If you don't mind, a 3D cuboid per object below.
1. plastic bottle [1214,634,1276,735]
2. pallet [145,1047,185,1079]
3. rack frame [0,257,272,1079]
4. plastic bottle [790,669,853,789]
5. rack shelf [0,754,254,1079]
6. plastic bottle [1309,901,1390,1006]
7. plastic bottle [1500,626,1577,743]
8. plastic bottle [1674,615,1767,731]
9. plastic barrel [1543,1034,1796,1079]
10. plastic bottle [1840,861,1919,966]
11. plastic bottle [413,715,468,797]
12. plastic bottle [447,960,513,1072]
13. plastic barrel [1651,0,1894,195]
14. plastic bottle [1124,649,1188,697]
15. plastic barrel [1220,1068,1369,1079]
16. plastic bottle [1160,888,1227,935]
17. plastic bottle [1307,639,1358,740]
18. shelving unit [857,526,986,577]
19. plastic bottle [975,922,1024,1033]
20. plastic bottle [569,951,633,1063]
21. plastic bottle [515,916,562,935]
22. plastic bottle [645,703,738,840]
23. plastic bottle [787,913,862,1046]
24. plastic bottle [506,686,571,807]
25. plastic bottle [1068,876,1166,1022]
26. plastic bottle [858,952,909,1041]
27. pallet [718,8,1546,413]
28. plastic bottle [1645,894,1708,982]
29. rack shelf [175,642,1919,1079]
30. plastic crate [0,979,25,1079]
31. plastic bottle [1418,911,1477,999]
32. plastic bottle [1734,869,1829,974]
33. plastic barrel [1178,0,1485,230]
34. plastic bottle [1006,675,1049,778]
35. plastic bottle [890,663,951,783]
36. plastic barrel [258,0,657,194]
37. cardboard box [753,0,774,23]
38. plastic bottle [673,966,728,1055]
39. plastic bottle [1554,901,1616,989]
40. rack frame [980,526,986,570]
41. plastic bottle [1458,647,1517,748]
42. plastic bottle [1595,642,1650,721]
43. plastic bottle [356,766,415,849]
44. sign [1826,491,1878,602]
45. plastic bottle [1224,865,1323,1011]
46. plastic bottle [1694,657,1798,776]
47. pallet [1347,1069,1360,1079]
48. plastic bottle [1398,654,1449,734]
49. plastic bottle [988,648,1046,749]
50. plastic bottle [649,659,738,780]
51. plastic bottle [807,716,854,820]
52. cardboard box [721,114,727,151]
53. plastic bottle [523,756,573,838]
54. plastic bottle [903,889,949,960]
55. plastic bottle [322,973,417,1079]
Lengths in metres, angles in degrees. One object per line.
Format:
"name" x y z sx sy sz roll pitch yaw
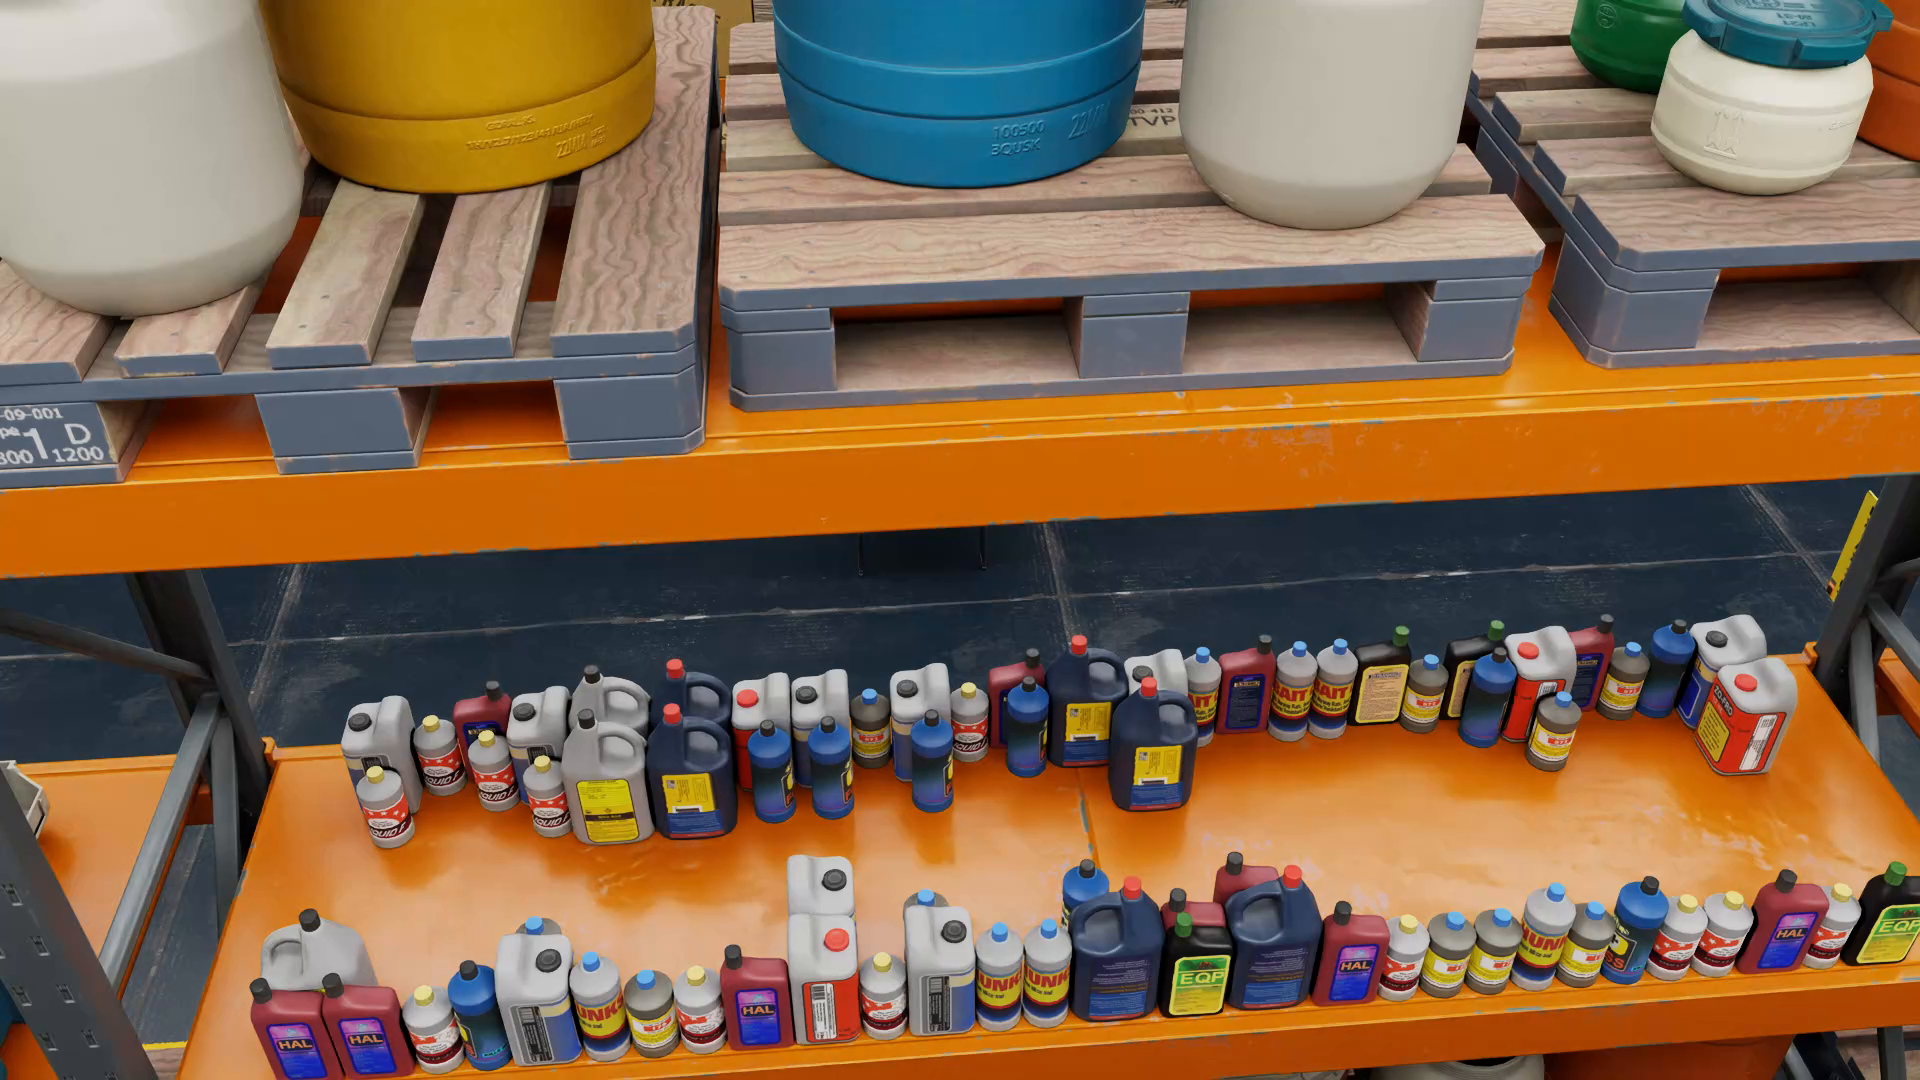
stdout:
"plastic bottle" 0.681 0.344 3.986 0.133 0.283 0.061 -3 38 -4
"pallet" -2.417 1.817 4.276 1.213 0.211 1.003 -3 38 -4
"rack frame" -1.688 0.658 3.494 0.127 3.000 1.000 -3 38 -4
"plastic bottle" -0.324 0.431 3.882 0.135 0.276 0.152 -3 38 -4
"rack shelf" -3.680 1.050 3.578 4.000 0.370 1.077 -3 38 -4
"plastic bottle" 0.792 0.833 3.367 0.133 0.283 0.061 -3 38 -4
"plastic bottle" 1.375 0.337 4.001 0.135 0.276 0.152 -3 38 -4
"plastic bottle" 1.836 0.312 4.033 0.135 0.276 0.152 -3 38 -4
"plastic barrel" 1.810 1.163 4.267 0.708 0.830 0.600 -3 38 -4
"plastic bottle" 1.931 0.770 3.447 0.133 0.283 0.061 -3 38 -4
"plastic bottle" -1.211 0.492 3.865 0.097 0.201 0.097 0 38 0
"plastic bottle" -0.942 0.922 3.264 0.097 0.271 0.097 0 38 0
"plastic barrel" 1.241 -0.700 2.567 0.301 0.262 0.301 0 38 0
"plastic bottle" 0.455 0.388 3.937 0.135 0.276 0.152 -3 38 -4
"plastic barrel" 0.685 1.320 4.263 0.708 0.588 0.600 -3 38 -4
"plastic bottle" 0.470 0.813 3.393 0.133 0.283 0.061 -3 38 -4
"plastic bottle" 0.895 0.349 3.991 0.097 0.271 0.097 0 38 0
"shelving unit" -0.165 -0.815 6.088 0.503 2.100 0.431 -3 38 -4
"plastic bottle" 0.078 0.866 3.335 0.097 0.271 0.097 0 38 0
"plastic bottle" -0.711 0.909 3.280 0.097 0.271 0.097 0 38 0
"plastic bottle" -0.859 0.850 3.412 0.097 0.201 0.097 0 38 0
"plastic bottle" -0.605 0.504 3.729 0.185 0.351 0.144 -3 38 -4
"plastic bottle" -0.271 0.866 3.331 0.135 0.276 0.152 -3 38 -4
"plastic bottle" -0.960 0.466 3.838 0.135 0.276 0.152 -3 38 -4
"plastic bottle" 0.313 0.807 3.346 0.185 0.351 0.144 -3 38 -4
"plastic bottle" -0.153 0.906 3.341 0.097 0.201 0.097 0 38 0
"pallet" 0.213 -0.612 2.836 1.213 0.211 1.003 -3 38 -4
"plastic bottle" 1.487 0.815 3.455 0.097 0.201 0.097 0 38 0
"rack shelf" 0.304 0.831 3.856 4.000 0.370 1.077 -3 38 -4
"plastic crate" -2.123 0.877 3.181 0.575 0.384 0.392 -3 38 -4
"plastic bottle" 1.003 0.842 3.422 0.097 0.201 0.097 0 38 0
"plastic bottle" 1.701 0.783 3.431 0.133 0.283 0.061 -3 38 -4
"plastic barrel" 0.543 -0.767 2.430 0.433 0.535 0.433 0 38 0
"plastic bottle" 0.158 0.427 3.891 0.097 0.271 0.097 0 38 0
"plastic bottle" -0.093 0.418 3.899 0.135 0.276 0.152 -3 38 -4
"plastic barrel" -0.797 -0.933 2.599 0.600 0.588 0.600 0 38 0
"cardboard box" -0.648 -2.363 7.243 0.500 0.500 0.500 -4 38 -5
"plastic bottle" -0.517 0.926 3.315 0.097 0.201 0.097 0 38 0
"plastic bottle" 1.294 0.826 3.442 0.097 0.201 0.097 0 38 0
"rack frame" 0.078 -0.829 6.105 0.015 2.100 0.400 -3 38 -4
"plastic bottle" 1.263 0.366 3.968 0.097 0.271 0.097 0 38 0
"plastic bottle" 1.621 0.336 4.063 0.097 0.201 0.097 0 38 0
"plastic bottle" -1.295 0.591 3.740 0.097 0.201 0.097 0 38 0
"sign" 2.240 0.036 4.151 0.005 0.325 0.100 -3 38 -4
"plastic bottle" 0.630 0.789 3.368 0.185 0.351 0.144 -3 38 -4
"plastic bottle" 1.850 0.406 3.914 0.135 0.276 0.152 -3 38 -4
"pallet" 1.514 1.603 4.549 1.213 0.211 1.003 -3 38 -4
"plastic bottle" 1.125 0.363 4.028 0.097 0.201 0.097 0 38 0
"plastic bottle" 0.133 0.374 3.948 0.133 0.283 0.061 -3 38 -4
"plastic bottle" -0.618 0.415 3.842 0.185 0.351 0.144 -3 38 -4
"plastic bottle" -0.295 0.509 3.788 0.097 0.271 0.097 0 38 0
"cardboard box" -1.491 -1.776 7.955 0.875 0.875 1.225 -3 38 -4
"plastic bottle" -0.931 0.571 3.765 0.097 0.201 0.097 0 38 0
"plastic bottle" -0.070 0.807 3.467 0.097 0.201 0.097 0 38 0
"plastic bottle" -1.152 0.940 3.231 0.133 0.283 0.061 -3 38 -4
